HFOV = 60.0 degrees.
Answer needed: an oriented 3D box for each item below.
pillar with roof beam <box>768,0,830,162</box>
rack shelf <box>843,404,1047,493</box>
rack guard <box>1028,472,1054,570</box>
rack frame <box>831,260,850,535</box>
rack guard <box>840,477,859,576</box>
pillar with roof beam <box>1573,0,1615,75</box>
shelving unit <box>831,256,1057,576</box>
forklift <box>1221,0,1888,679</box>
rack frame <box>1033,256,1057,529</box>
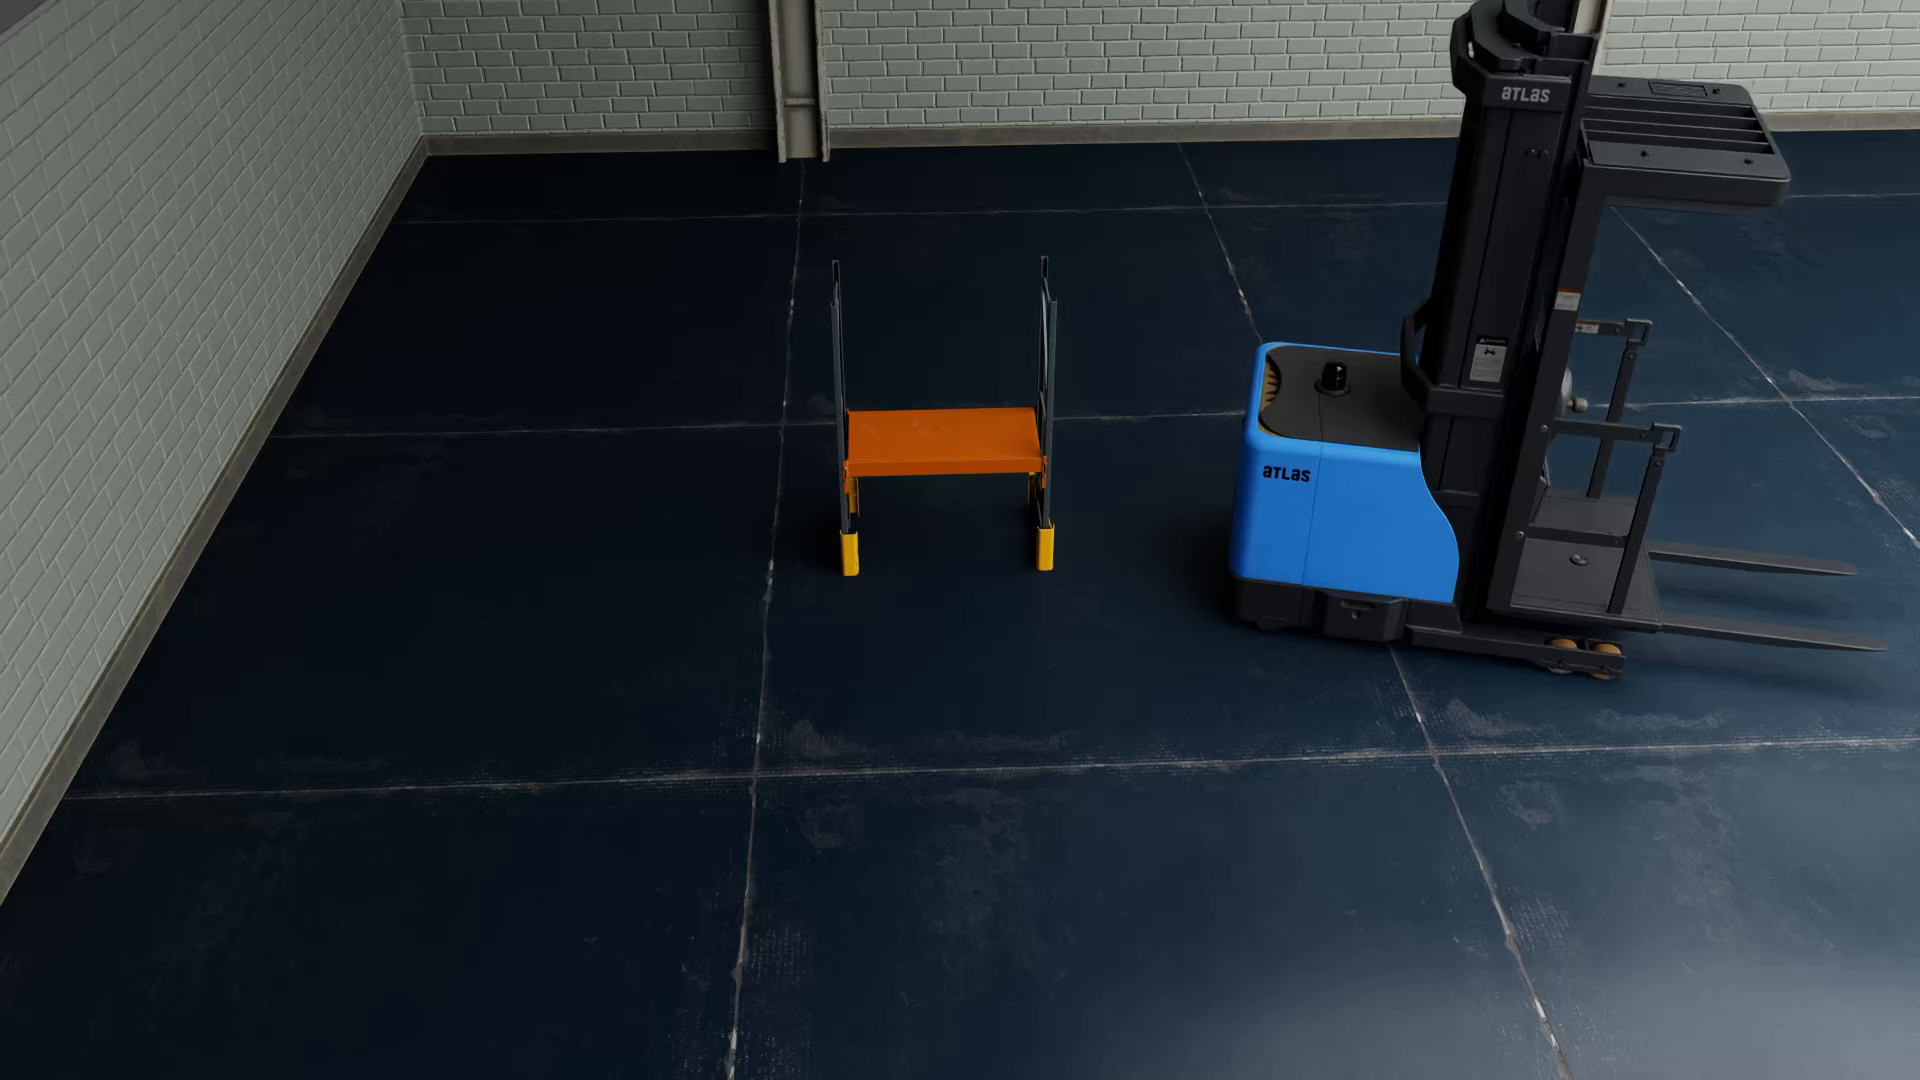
[{"bbox_3d":[-1.029,-4.305,7.063,0.400,9.000,9.100,-2,35,-2],"label":"pillar with roof beam"},{"bbox_3d":[-0.085,-0.467,8.422,1.000,0.185,0.538,-2,35,-2],"label":"rack shelf"},{"bbox_3d":[0.421,-0.114,8.695,0.087,0.250,0.587,-2,35,-2],"label":"rack guard"},{"bbox_3d":[-0.593,-0.601,8.300,0.032,1.500,0.500,-2,35,-2],"label":"rack frame"},{"bbox_3d":[-0.574,-0.087,8.657,0.087,0.250,0.587,-2,35,-2],"label":"rack guard"},{"bbox_3d":[4.965,-4.467,7.296,0.400,9.000,9.100,-2,35,-2],"label":"pillar with roof beam"},{"bbox_3d":[-0.076,-0.615,8.320,1.083,1.500,0.587,-2,35,-2],"label":"shelving unit"},{"bbox_3d":[2.850,-0.884,7.451,3.031,2.935,1.130,7,35,10],"label":"forklift"},{"bbox_3d":[0.423,-0.628,8.340,0.032,1.500,0.500,-2,35,-2],"label":"rack frame"}]
